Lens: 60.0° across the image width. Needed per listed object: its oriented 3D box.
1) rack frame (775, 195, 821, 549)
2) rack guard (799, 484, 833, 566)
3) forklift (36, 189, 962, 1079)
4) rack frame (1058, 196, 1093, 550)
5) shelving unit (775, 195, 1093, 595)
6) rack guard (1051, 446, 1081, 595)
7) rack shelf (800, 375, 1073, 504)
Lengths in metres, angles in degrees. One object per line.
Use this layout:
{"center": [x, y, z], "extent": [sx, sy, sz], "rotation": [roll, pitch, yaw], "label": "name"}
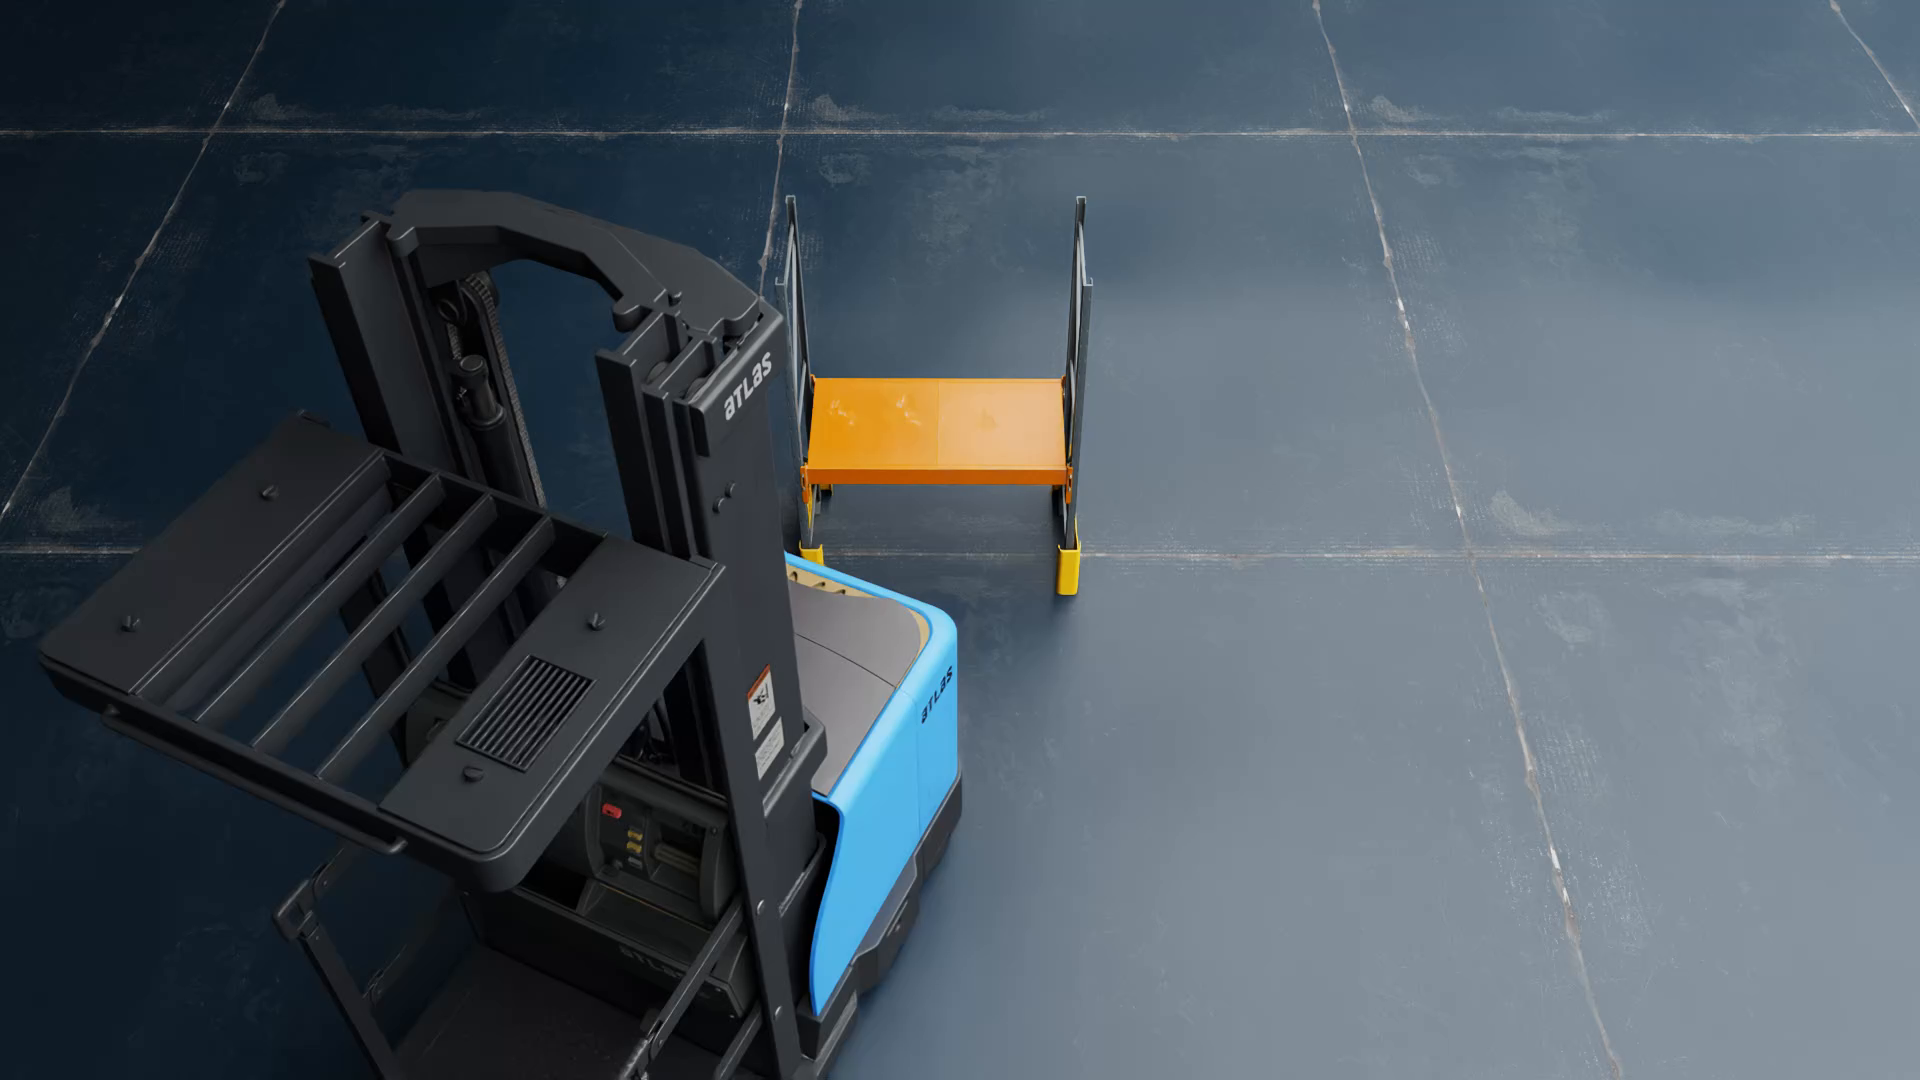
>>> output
{"center": [-0.594, -0.513, 6.203], "extent": [0.032, 1.500, 0.500], "rotation": [0, 47, 0], "label": "rack frame"}
{"center": [-0.574, -0.087, 6.660], "extent": [0.087, 0.250, 0.587], "rotation": [0, 47, 0], "label": "rack guard"}
{"center": [-1.084, 0.783, 4.019], "extent": [1.130, 2.935, 3.031], "rotation": [19, 50, 17], "label": "forklift"}
{"center": [0.423, -0.510, 6.200], "extent": [0.032, 1.500, 0.500], "rotation": [0, 47, 0], "label": "rack frame"}
{"center": [-0.076, -0.511, 6.201], "extent": [1.083, 1.500, 0.587], "rotation": [0, 47, 0], "label": "shelving unit"}
{"center": [0.422, -0.084, 6.657], "extent": [0.087, 0.250, 0.587], "rotation": [0, 47, 0], "label": "rack guard"}
{"center": [-0.085, -0.389, 6.333], "extent": [1.000, 0.185, 0.538], "rotation": [0, 47, 0], "label": "rack shelf"}
